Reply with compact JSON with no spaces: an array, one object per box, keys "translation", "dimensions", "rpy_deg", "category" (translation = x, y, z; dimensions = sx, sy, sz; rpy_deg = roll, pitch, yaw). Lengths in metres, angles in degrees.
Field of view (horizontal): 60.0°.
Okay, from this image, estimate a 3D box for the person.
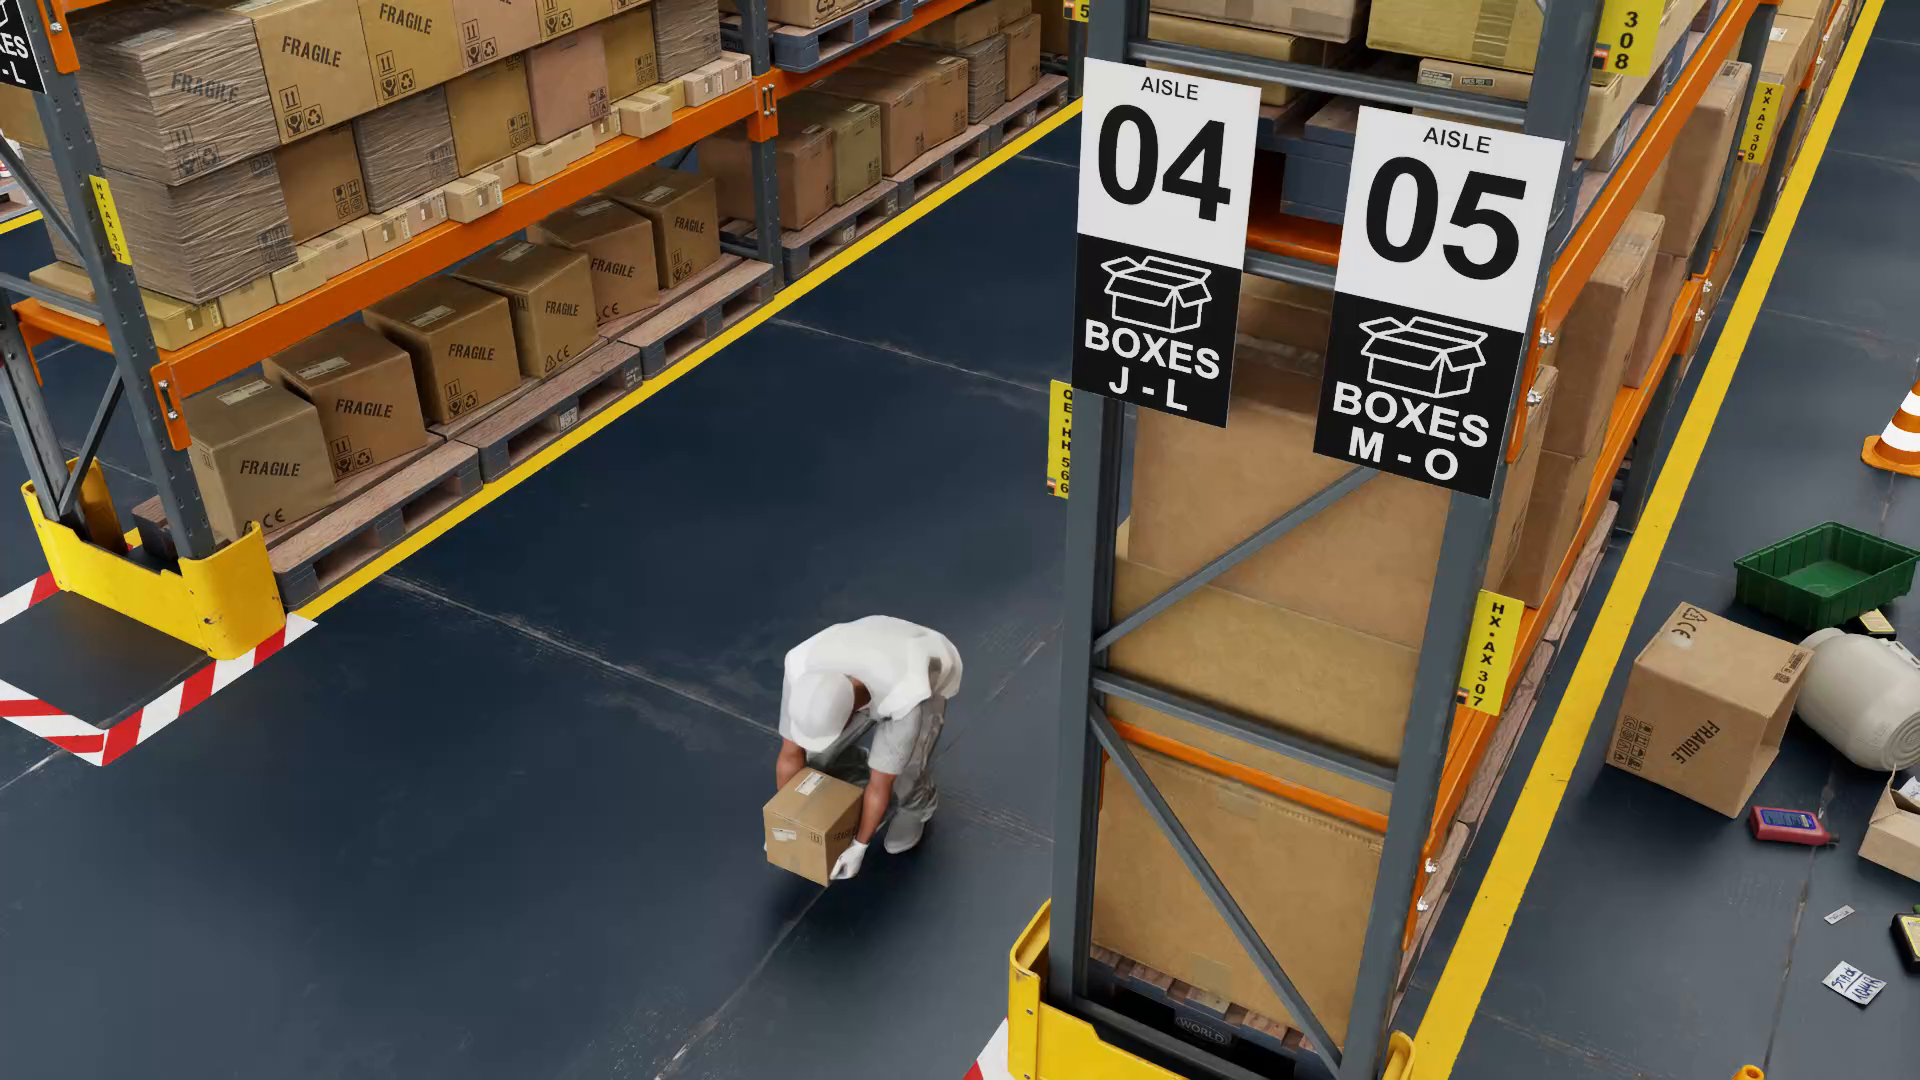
[{"translation":[-0.311,0.673,5.830],"dimensions":[0.555,1.001,0.926],"rpy_deg":[17,37,23],"category":"person"}]
